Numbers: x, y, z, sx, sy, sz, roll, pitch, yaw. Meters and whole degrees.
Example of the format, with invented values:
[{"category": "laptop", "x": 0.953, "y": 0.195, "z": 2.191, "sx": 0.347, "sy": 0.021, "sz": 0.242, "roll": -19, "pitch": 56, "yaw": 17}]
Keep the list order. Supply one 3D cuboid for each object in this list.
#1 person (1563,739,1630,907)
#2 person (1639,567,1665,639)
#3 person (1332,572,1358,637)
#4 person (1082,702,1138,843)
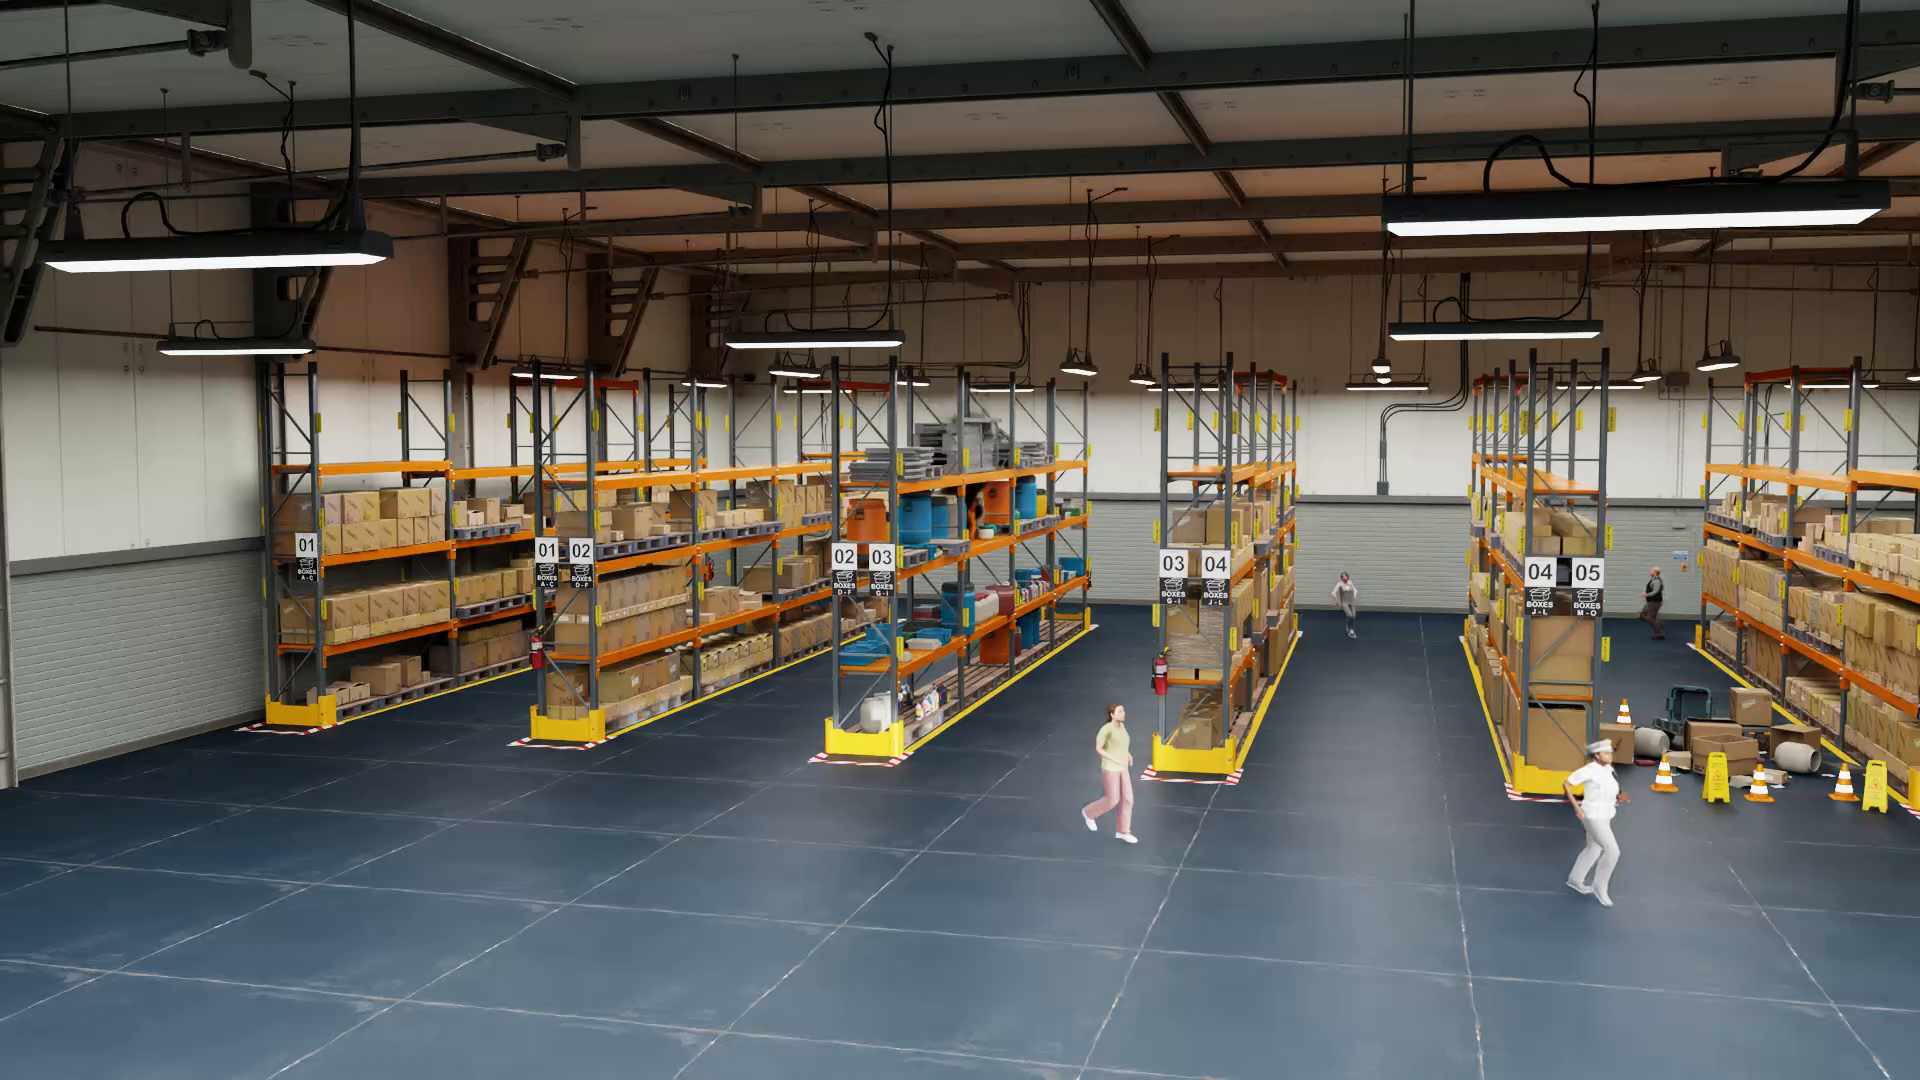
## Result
[{"category": "person", "x": 6.685, "y": 2.938, "z": 17.402, "sx": 0.555, "sy": 1.738, "sz": 0.681, "roll": -4, "pitch": 5, "yaw": -42}, {"category": "person", "x": 16.005, "y": 1.455, "z": 38.466, "sx": 0.587, "sy": 1.679, "sz": 0.650, "roll": 1, "pitch": 4, "yaw": 19}, {"category": "person", "x": 8.998, "y": 1.510, "z": 38.712, "sx": 0.583, "sy": 1.552, "sz": 0.567, "roll": -1, "pitch": 4, "yaw": -11}, {"category": "person", "x": 1.834, "y": 2.772, "z": 20.044, "sx": 0.771, "sy": 1.668, "sz": 0.602, "roll": 4, "pitch": 5, "yaw": 43}]
